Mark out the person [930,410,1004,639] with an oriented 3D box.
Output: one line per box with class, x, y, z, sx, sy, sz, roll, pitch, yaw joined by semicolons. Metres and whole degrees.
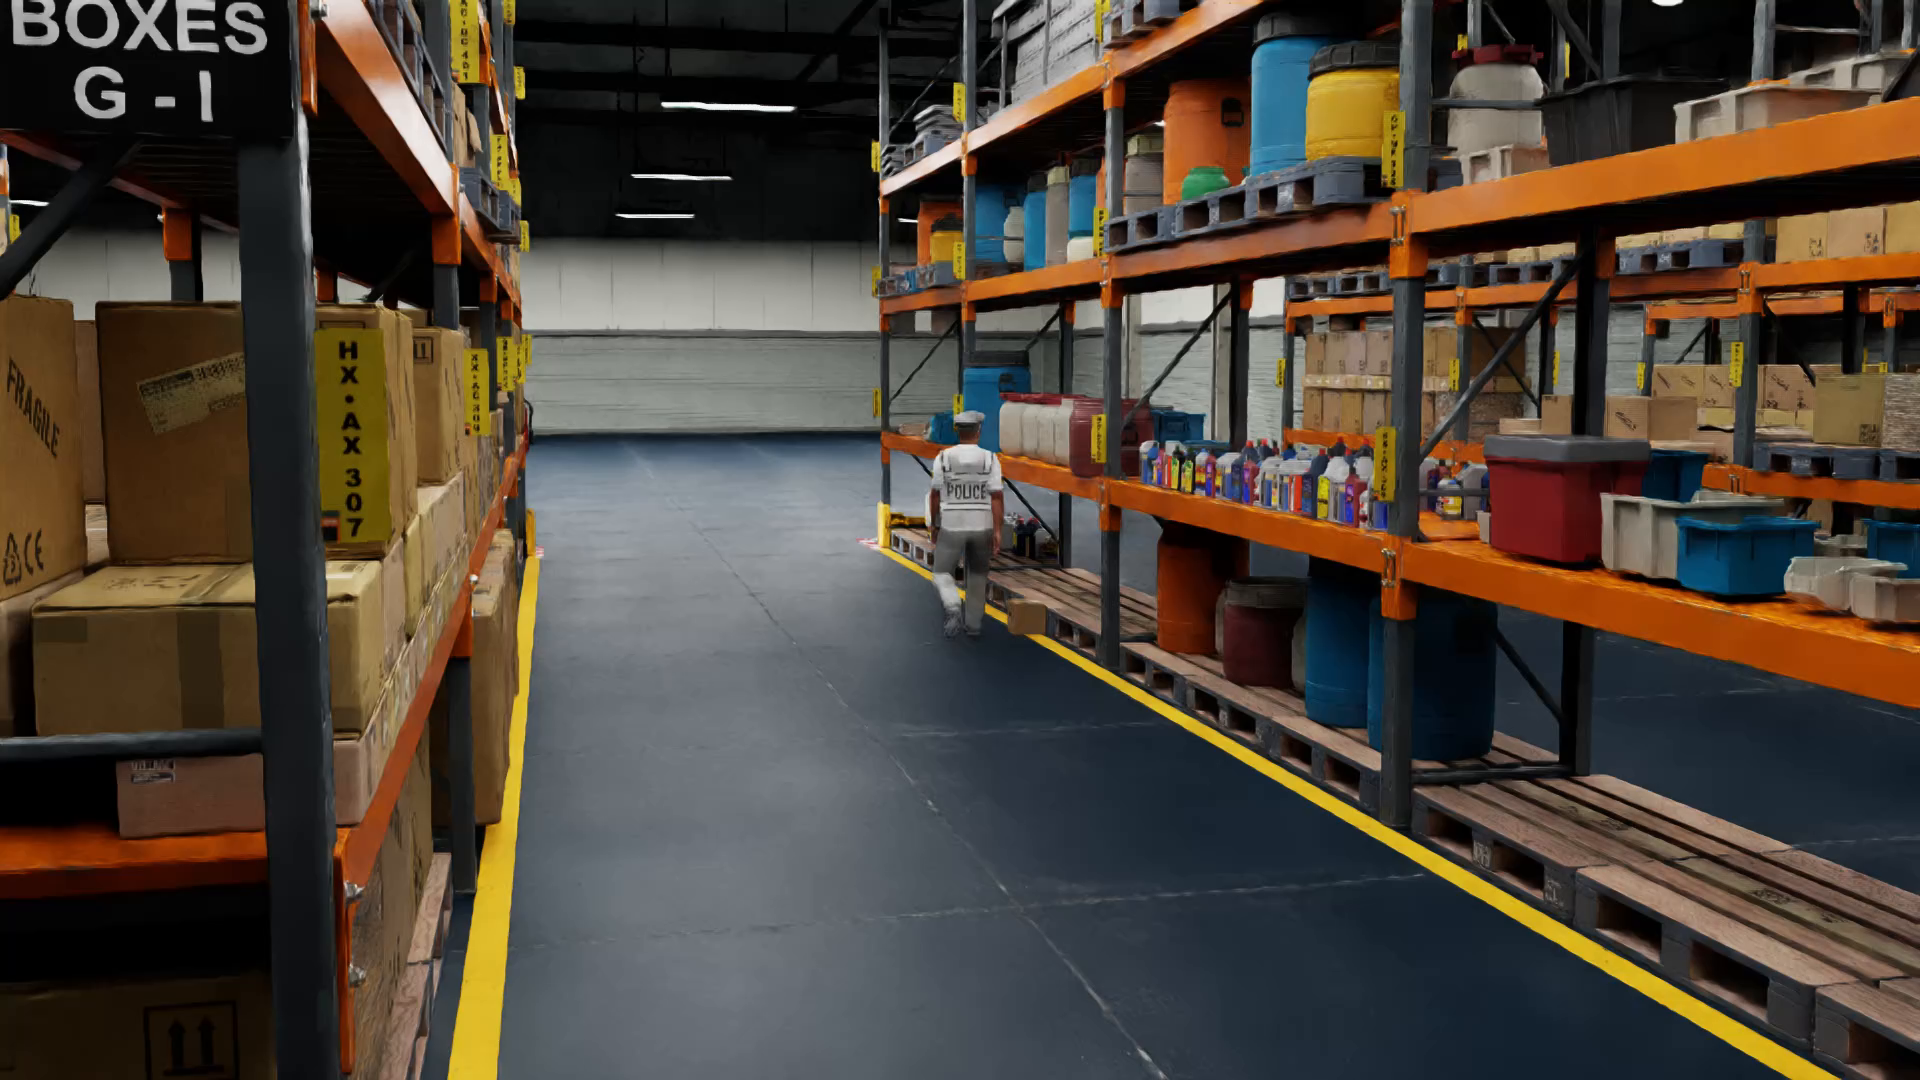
person;0.043;-0.111;12.469;0.543;1.721;0.892;-1;6;-5
